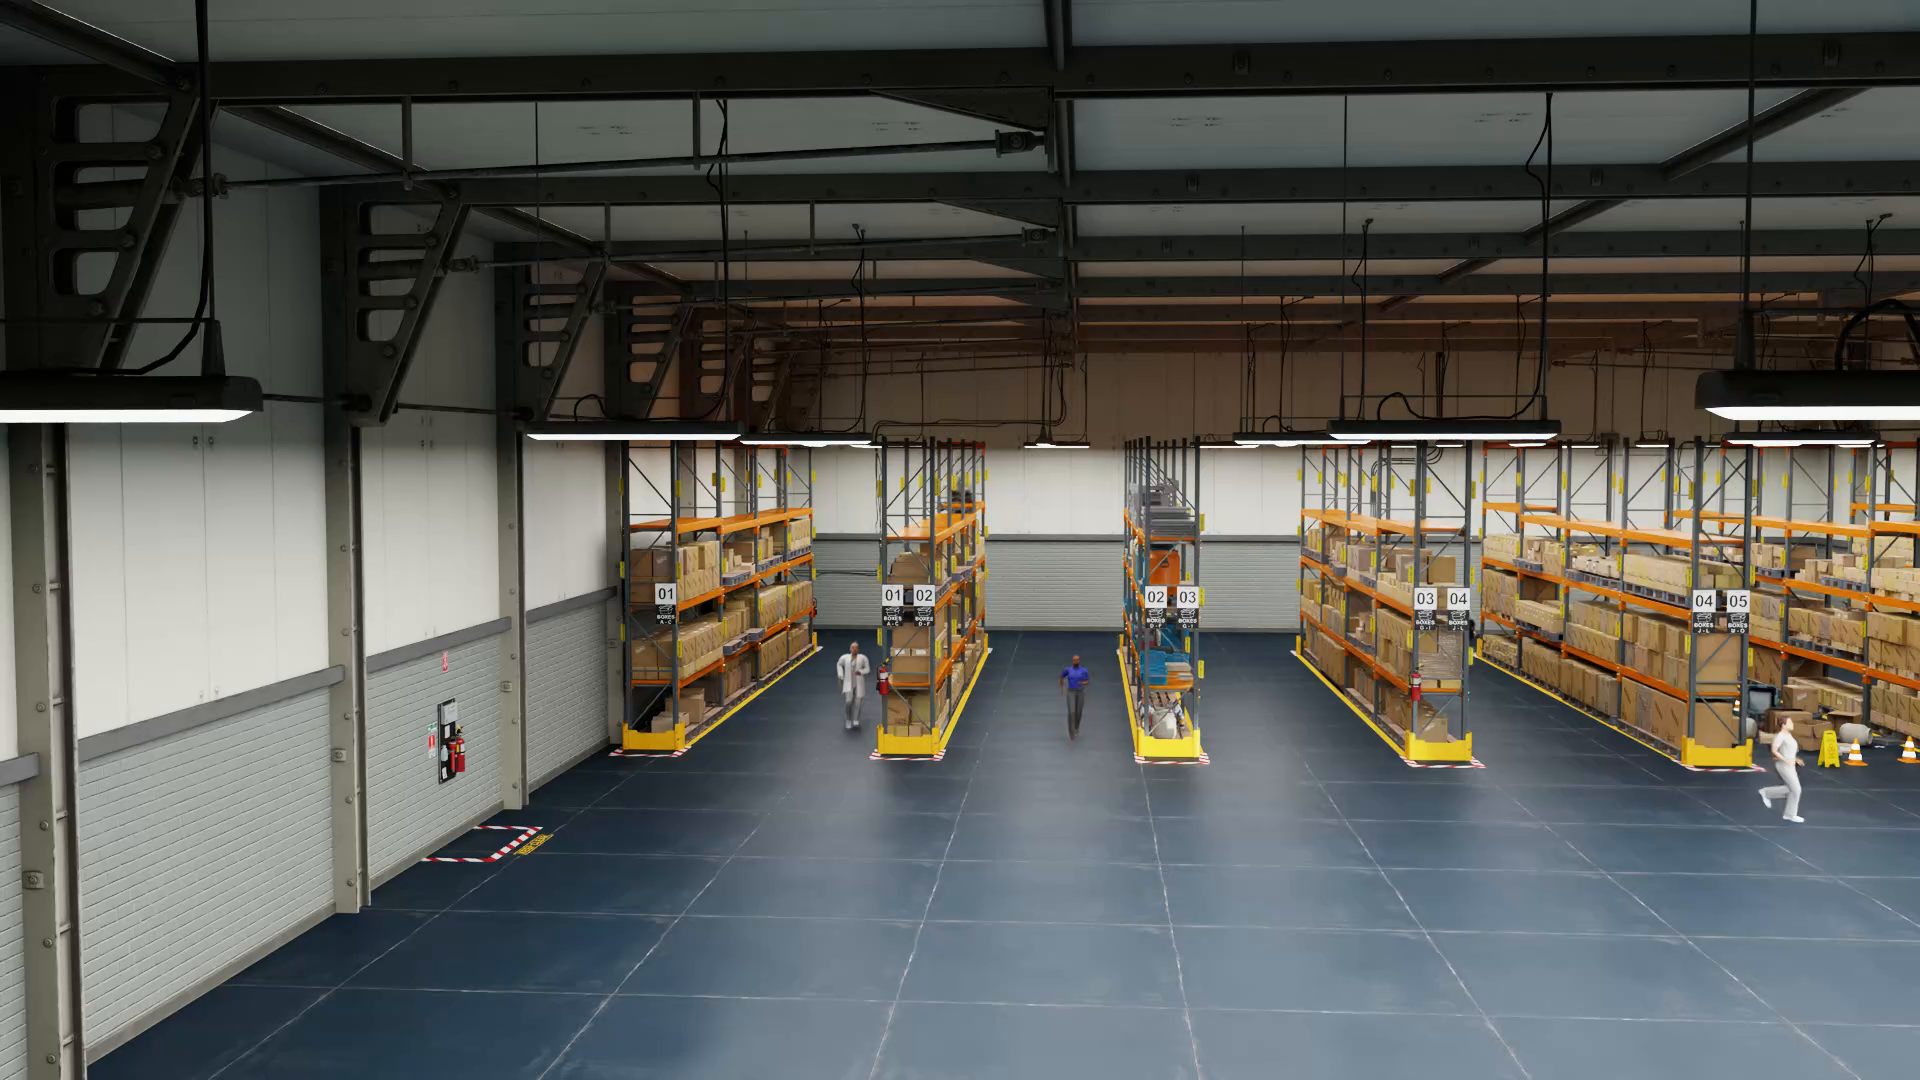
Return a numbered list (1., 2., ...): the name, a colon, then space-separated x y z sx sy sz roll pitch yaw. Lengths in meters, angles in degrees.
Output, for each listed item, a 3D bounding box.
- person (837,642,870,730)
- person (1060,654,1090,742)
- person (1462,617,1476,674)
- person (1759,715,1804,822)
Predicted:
1. person: -2.193 3.006 34.265 0.675 1.794 0.765 0 3 -6
2. person: 2.292 3.136 33.079 0.549 1.708 0.766 0 3 -6
3. person: 12.945 2.557 42.721 0.673 1.667 1.079 0 3 8
4. person: 12.768 3.532 25.840 0.669 1.639 0.565 3 4 41
